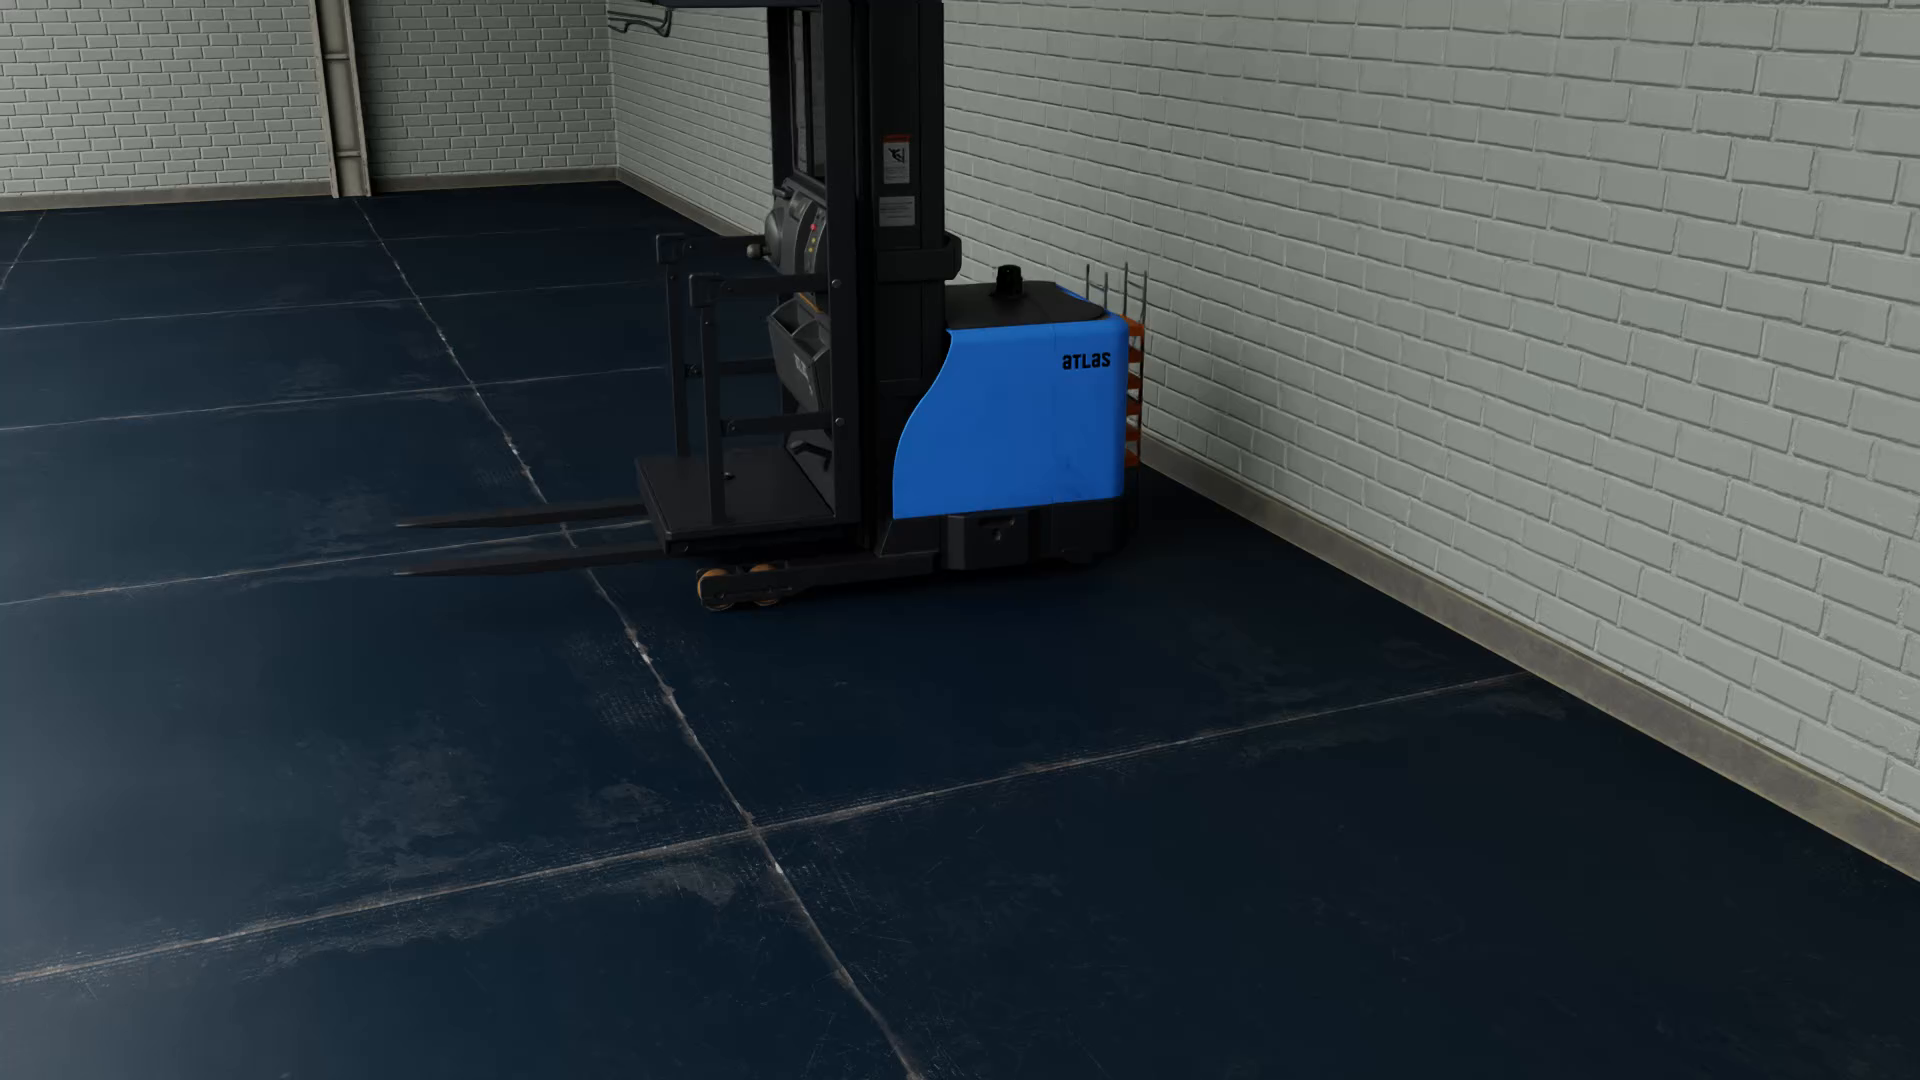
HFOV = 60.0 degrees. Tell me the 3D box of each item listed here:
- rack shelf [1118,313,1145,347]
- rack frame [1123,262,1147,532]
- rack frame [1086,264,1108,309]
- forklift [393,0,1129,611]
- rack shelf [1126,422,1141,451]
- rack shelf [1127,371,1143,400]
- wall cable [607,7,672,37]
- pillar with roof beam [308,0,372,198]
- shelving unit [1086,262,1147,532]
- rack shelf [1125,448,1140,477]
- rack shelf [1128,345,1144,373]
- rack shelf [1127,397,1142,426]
[{"bbox_3d":[0.688,-0.931,7.409,0.180,0.103,0.258,-6,20,-16],"label":"rack shelf"},{"bbox_3d":[0.776,-0.642,7.539,0.006,1.200,0.240,-6,20,-16],"label":"rack frame"},{"bbox_3d":[0.601,-0.624,7.489,0.006,1.200,0.240,-6,20,-16],"label":"rack frame"},{"bbox_3d":[-0.855,-1.292,6.777,3.031,2.935,1.130,-6,20,-16],"label":"forklift"},{"bbox_3d":[0.688,-0.478,7.569,0.180,0.103,0.258,-6,20,-16],"label":"rack shelf"},{"bbox_3d":[0.688,-0.705,7.489,0.180,0.103,0.258,-6,20,-16],"label":"rack shelf"},{"bbox_3d":[-3.464,-6.559,17.275,0.112,2.526,3.097,-8,21,-22],"label":"wall cable"},{"bbox_3d":[-4.987,-6.726,13.075,0.400,9.000,9.100,-8,21,-22],"label":"pillar with roof beam"},{"bbox_3d":[0.688,-0.633,7.514,0.189,1.200,0.258,-6,20,-16],"label":"shelving unit"},{"bbox_3d":[0.688,-0.365,7.609,0.180,0.103,0.258,-6,20,-16],"label":"rack shelf"},{"bbox_3d":[0.688,-0.818,7.449,0.180,0.103,0.258,-6,20,-16],"label":"rack shelf"},{"bbox_3d":[0.688,-0.591,7.529,0.180,0.103,0.258,-6,20,-16],"label":"rack shelf"}]
